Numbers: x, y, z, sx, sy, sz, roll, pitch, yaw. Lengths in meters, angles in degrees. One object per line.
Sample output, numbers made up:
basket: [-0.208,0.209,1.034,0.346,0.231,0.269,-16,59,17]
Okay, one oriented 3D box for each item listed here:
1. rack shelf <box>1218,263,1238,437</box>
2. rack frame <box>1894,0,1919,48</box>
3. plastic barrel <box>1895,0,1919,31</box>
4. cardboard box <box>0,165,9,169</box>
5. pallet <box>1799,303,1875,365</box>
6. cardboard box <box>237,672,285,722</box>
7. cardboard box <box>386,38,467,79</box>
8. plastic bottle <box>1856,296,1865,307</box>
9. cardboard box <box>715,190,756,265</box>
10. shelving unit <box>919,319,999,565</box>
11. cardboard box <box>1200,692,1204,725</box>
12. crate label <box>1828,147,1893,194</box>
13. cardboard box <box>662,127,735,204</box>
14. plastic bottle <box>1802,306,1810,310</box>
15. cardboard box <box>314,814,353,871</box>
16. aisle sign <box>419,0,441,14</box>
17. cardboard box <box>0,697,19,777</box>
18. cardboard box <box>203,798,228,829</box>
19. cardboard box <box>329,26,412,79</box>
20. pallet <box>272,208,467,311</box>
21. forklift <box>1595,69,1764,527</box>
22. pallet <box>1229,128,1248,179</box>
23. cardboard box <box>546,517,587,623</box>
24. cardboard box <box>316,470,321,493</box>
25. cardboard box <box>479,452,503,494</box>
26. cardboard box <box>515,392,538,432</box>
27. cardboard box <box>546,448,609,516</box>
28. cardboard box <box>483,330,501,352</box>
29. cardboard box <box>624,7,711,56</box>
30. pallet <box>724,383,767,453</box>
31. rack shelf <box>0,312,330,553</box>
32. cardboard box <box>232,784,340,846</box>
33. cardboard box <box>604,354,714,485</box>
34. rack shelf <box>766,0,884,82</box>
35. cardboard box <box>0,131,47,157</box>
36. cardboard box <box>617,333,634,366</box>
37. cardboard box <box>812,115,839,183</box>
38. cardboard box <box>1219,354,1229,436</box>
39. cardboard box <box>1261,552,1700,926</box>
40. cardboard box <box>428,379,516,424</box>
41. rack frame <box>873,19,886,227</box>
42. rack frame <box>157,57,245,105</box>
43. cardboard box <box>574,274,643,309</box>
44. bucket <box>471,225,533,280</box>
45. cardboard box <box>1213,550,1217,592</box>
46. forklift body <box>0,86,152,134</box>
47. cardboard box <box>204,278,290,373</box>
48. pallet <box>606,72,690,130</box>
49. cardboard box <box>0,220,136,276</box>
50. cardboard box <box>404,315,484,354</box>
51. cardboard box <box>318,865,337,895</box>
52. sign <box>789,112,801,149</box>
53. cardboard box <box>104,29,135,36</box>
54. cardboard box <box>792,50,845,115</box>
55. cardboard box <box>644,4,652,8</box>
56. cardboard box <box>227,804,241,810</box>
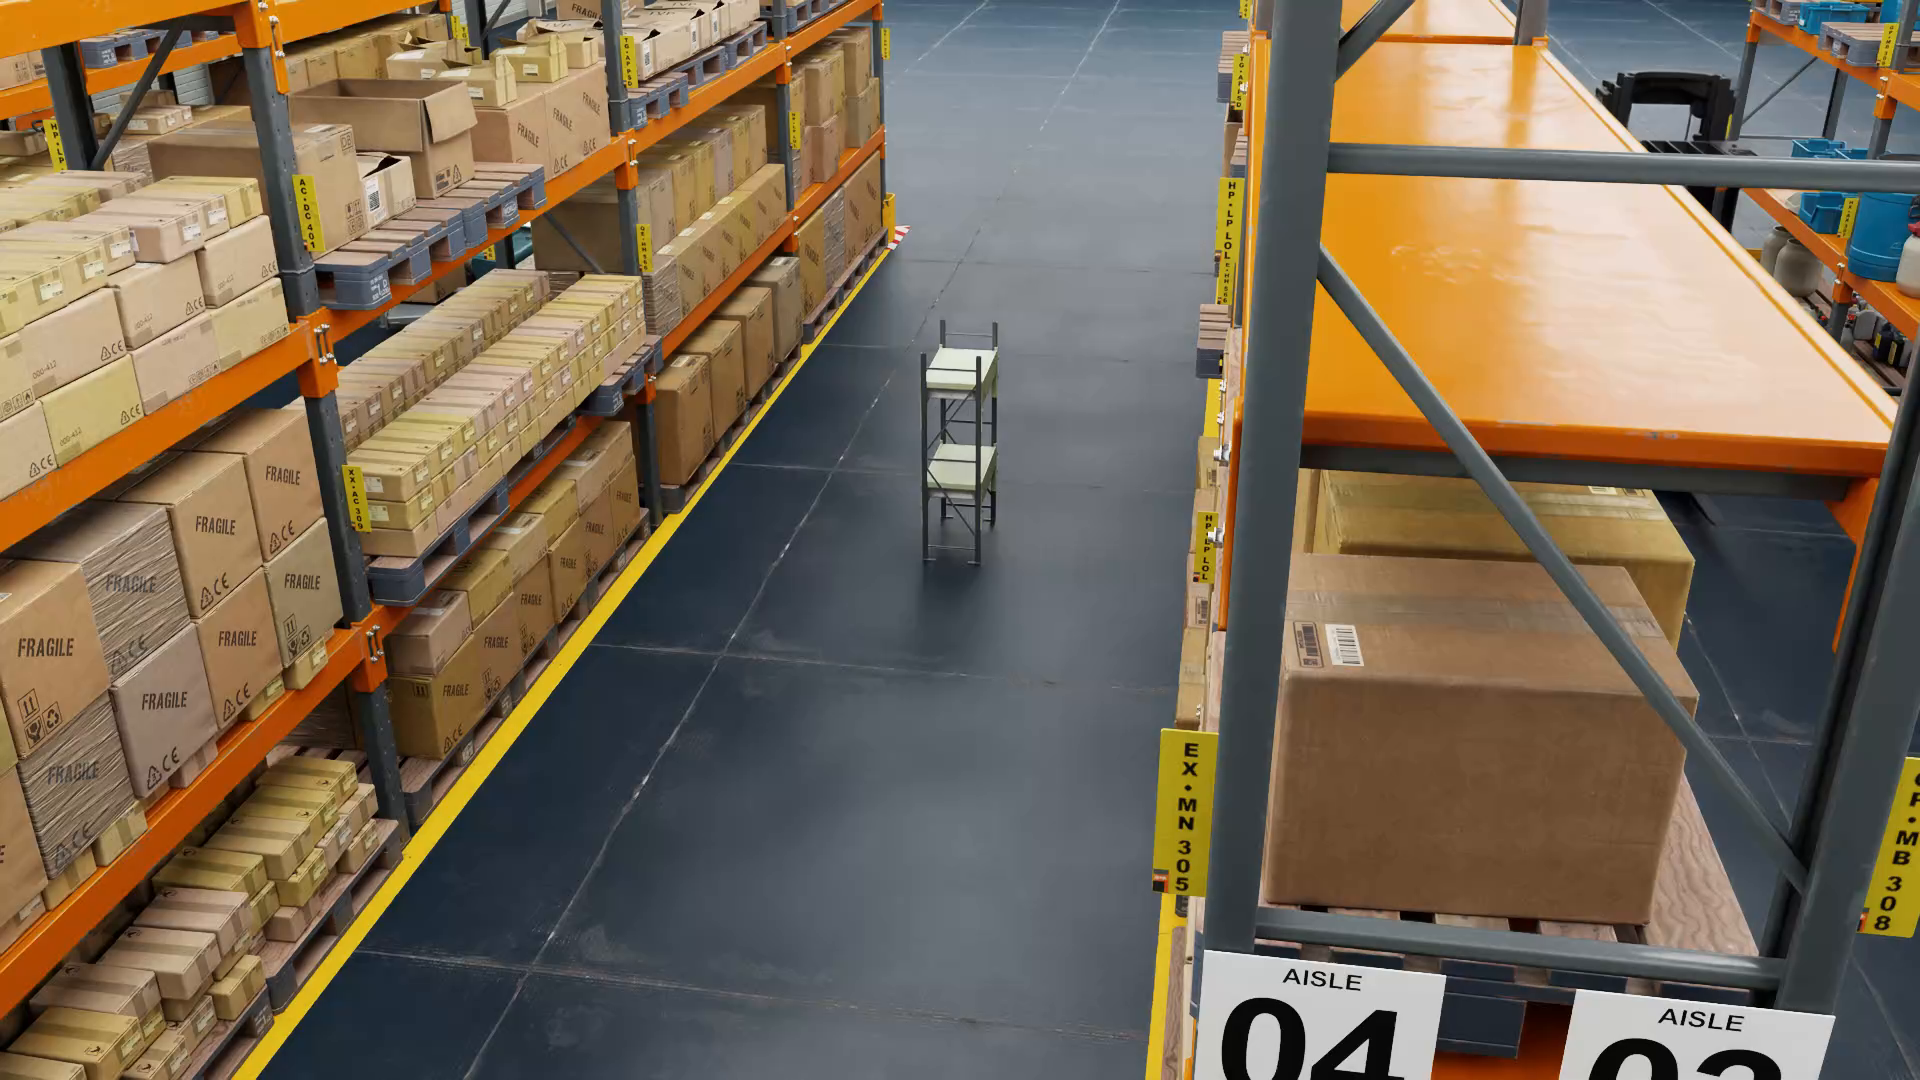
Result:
rack shelf: [1.892,-1.315,8.375,1.077,0.370,4.000,4,25,9]
rack frame: [7.759,-5.165,12.215,1.000,3.000,0.127,4,25,9]
plastic barrel: [8.028,-4.633,13.529,0.600,0.901,0.708,4,25,9]
cardboard box: [-7.684,-2.602,12.850,0.500,0.500,0.500,4,25,8]
pallet: [8.107,-1.975,15.765,1.003,0.211,1.213,4,25,9]
cardboard box: [-3.164,0.641,7.183,0.380,0.149,0.250,5,26,11]
cardboard box: [-3.083,-2.780,9.636,0.396,0.266,0.258,4,25,9]
plastic bottle: [8.477,-2.185,15.618,0.152,0.276,0.135,4,25,9]
cardboard box: [-1.990,-2.563,13.614,0.500,0.500,0.500,4,25,9]
shelving unit: [0.001,-0.682,11.482,0.431,1.500,0.755,4,25,9]
cardboard box: [1.189,0.769,6.910,0.380,0.149,0.250,4,25,9]
crate label: [8.379,-3.349,15.369,0.502,0.435,0.616,4,25,9]
cardboard box: [-2.244,-3.041,13.455,0.700,0.500,0.500,4,25,9]
plastic bottle: [7.695,-1.986,15.194,0.152,0.276,0.135,4,25,9]
cardboard box: [-3.081,1.402,7.776,0.380,0.149,0.250,3,25,6]
aisle sign: [-5.954,-6.334,18.722,0.394,0.787,0.004,4,25,9]
cardboard box: [-3.446,0.612,5.301,0.500,0.500,0.500,3,25,7]
cardboard box: [-3.675,1.241,7.771,0.380,0.149,0.250,5,26,11]
cardboard box: [-6.190,-5.124,17.554,0.700,0.500,0.500,4,25,8]
pallet: [-3.105,-1.356,7.836,1.213,0.211,1.003,4,25,9]
forklift: [5.144,-1.879,12.350,1.130,2.935,3.031,3,25,7]
pallet: [2.166,-2.119,9.467,1.213,0.211,1.003,5,26,11]
cardboard box: [-2.666,0.170,10.346,0.500,0.500,0.500,3,25,6]
cardboard box: [-3.399,-0.333,8.418,0.380,0.149,0.250,4,25,9]
cardboard box: [-2.667,-0.366,8.840,0.380,0.149,0.250,4,25,9]
cardboard box: [-2.584,-0.725,9.254,0.380,0.149,0.250,4,25,8]
cardboard box: [-2.582,-0.386,10.649,0.500,0.250,0.500,4,25,9]
cardboard box: [-3.058,-1.196,10.262,0.380,0.149,0.250,4,25,9]
cardboard box: [-2.156,-3.770,12.264,0.500,0.311,0.500,4,25,8]
pallet: [-2.253,-1.075,13.842,1.003,0.211,1.213,4,25,9]
rack shelf: [-3.638,-0.028,5.626,1.077,0.370,4.000,4,25,9]
cardboard box: [-3.115,1.276,7.695,0.380,0.149,0.250,4,25,9]
cardboard box: [-2.469,-0.924,12.389,1.050,0.750,0.750,4,25,8]
rack shelf: [-1.677,-5.047,16.348,1.077,0.370,4.000,4,25,9]
cardboard box: [-7.568,-3.173,13.305,0.380,0.149,0.250,3,25,6]
cardboard box: [-2.327,-1.239,10.704,0.380,0.149,0.250,4,25,8]
cardboard box: [-1.683,-3.850,16.304,0.875,0.550,0.550,4,25,9]
cardboard box: [1.789,-0.764,9.769,0.500,0.500,0.500,3,25,7]
cardboard box: [0.944,0.367,3.203,0.700,0.500,0.500,3,25,5]
cardboard box: [-2.625,-0.746,8.948,0.380,0.149,0.250,4,25,8]
rack frame: [-1.350,-4.850,18.618,1.000,3.000,0.127,4,25,9]
rack frame: [-6.904,-3.478,15.687,1.000,3.000,0.127,4,25,9]
cardboard box: [-2.285,-1.614,10.803,0.380,0.149,0.250,3,25,6]
bucket: [-4.256,-2.600,15.879,0.726,0.611,0.620,13,38,26]
cardboard box: [1.235,0.330,6.491,0.500,0.500,0.500,4,25,9]
forklift body: [-9.658,-4.190,18.208,2.313,2.155,1.214,4,25,9]
cardboard box: [-3.125,-0.898,6.814,0.500,0.250,0.500,5,25,10]
pallet: [-2.605,-3.050,11.458,1.213,0.211,1.003,5,26,11]
cardboard box: [-3.284,-1.061,6.102,0.380,0.149,0.250,5,26,10]
cardboard box: [-3.096,-1.232,9.986,0.380,0.149,0.250,5,26,11]
cardboard box: [-3.164,1.560,7.791,0.380,0.149,0.250,5,25,10]
sign: [-1.467,-3.632,14.744,0.100,0.325,0.005,4,25,9]
cardboard box: [-7.028,-4.280,13.543,0.500,0.250,0.500,4,25,9]
cardboard box: [-1.632,-4.563,16.554,0.875,0.550,0.500,4,25,9]
cardboard box: [-2.418,-4.241,13.462,0.250,0.149,0.380,4,25,9]
cardboard box: [-3.686,1.264,8.072,0.380,0.149,0.250,5,26,11]
